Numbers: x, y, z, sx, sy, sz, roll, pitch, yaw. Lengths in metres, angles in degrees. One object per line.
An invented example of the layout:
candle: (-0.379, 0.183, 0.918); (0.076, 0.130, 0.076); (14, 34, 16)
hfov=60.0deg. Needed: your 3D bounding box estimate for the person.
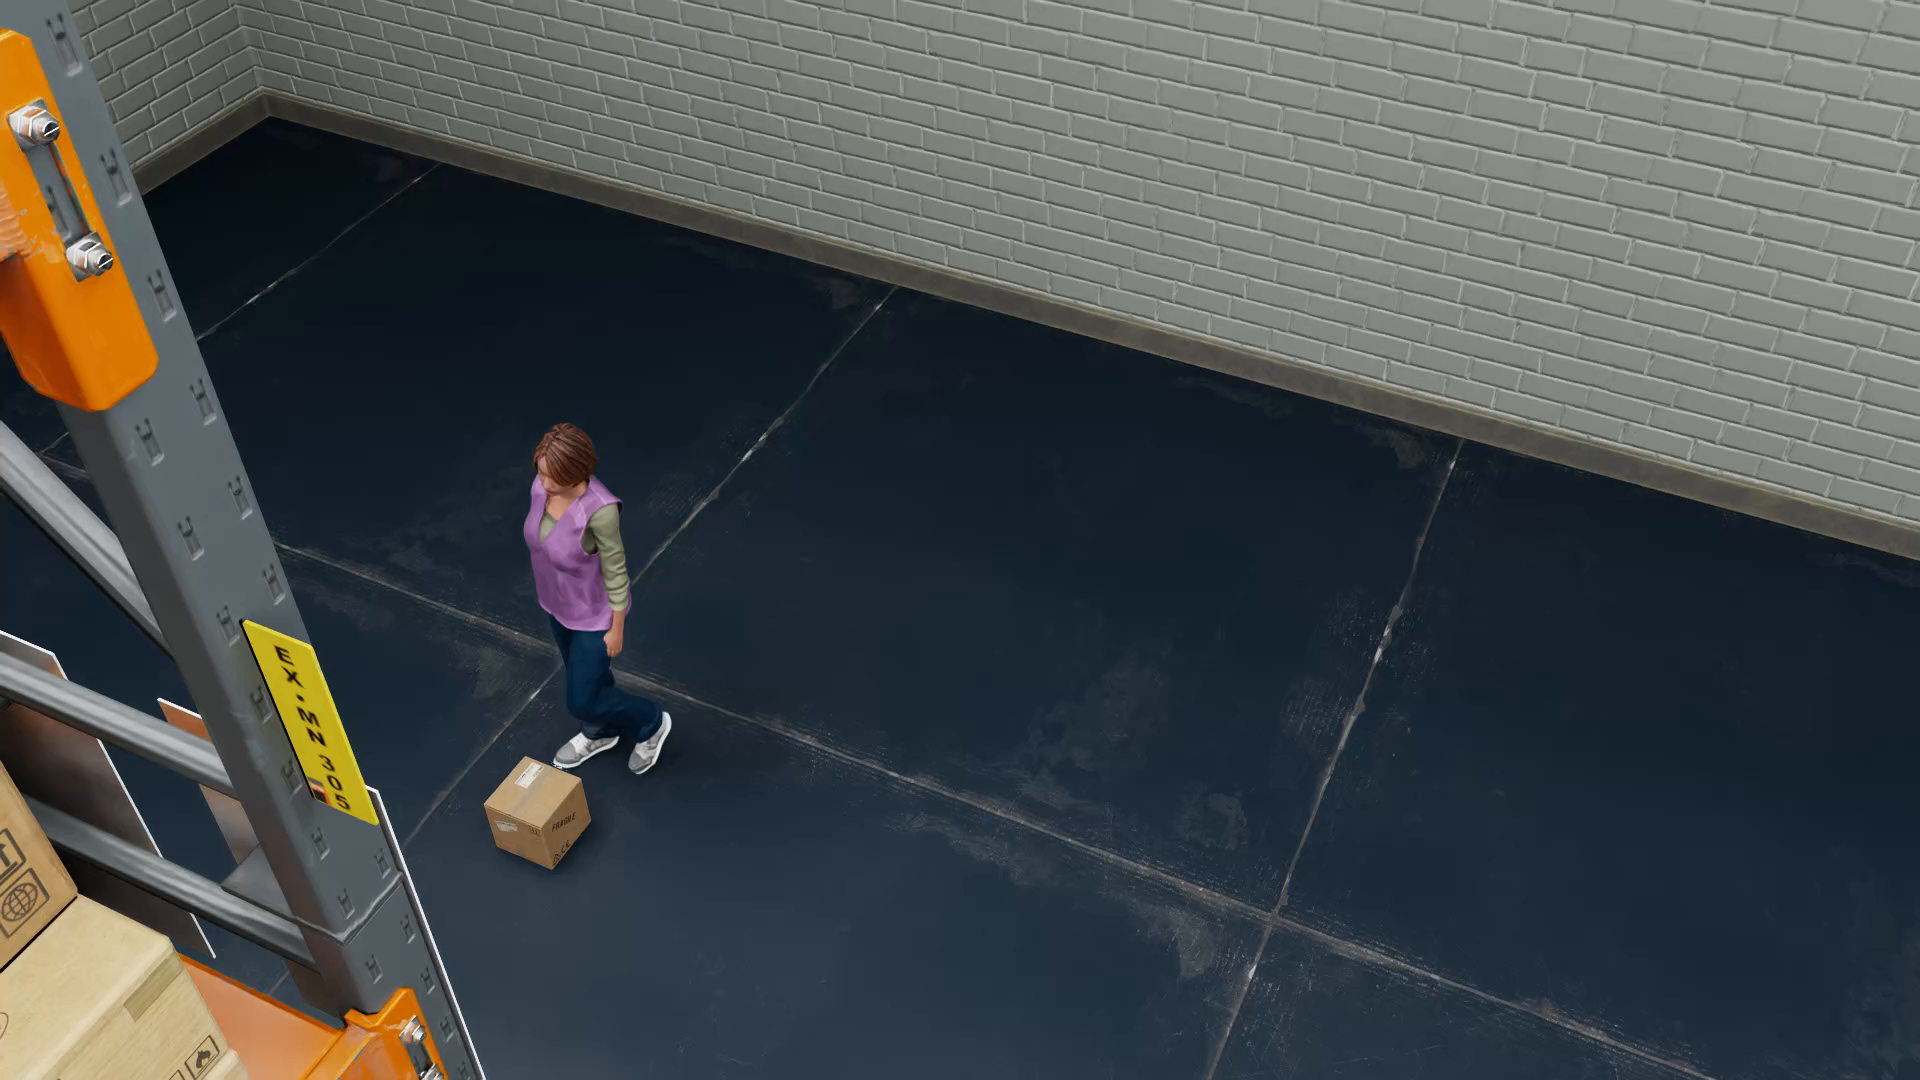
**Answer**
person: (-1.350, 0.241, 5.905); (0.401, 1.603, 0.452); (-33, 52, -30)
